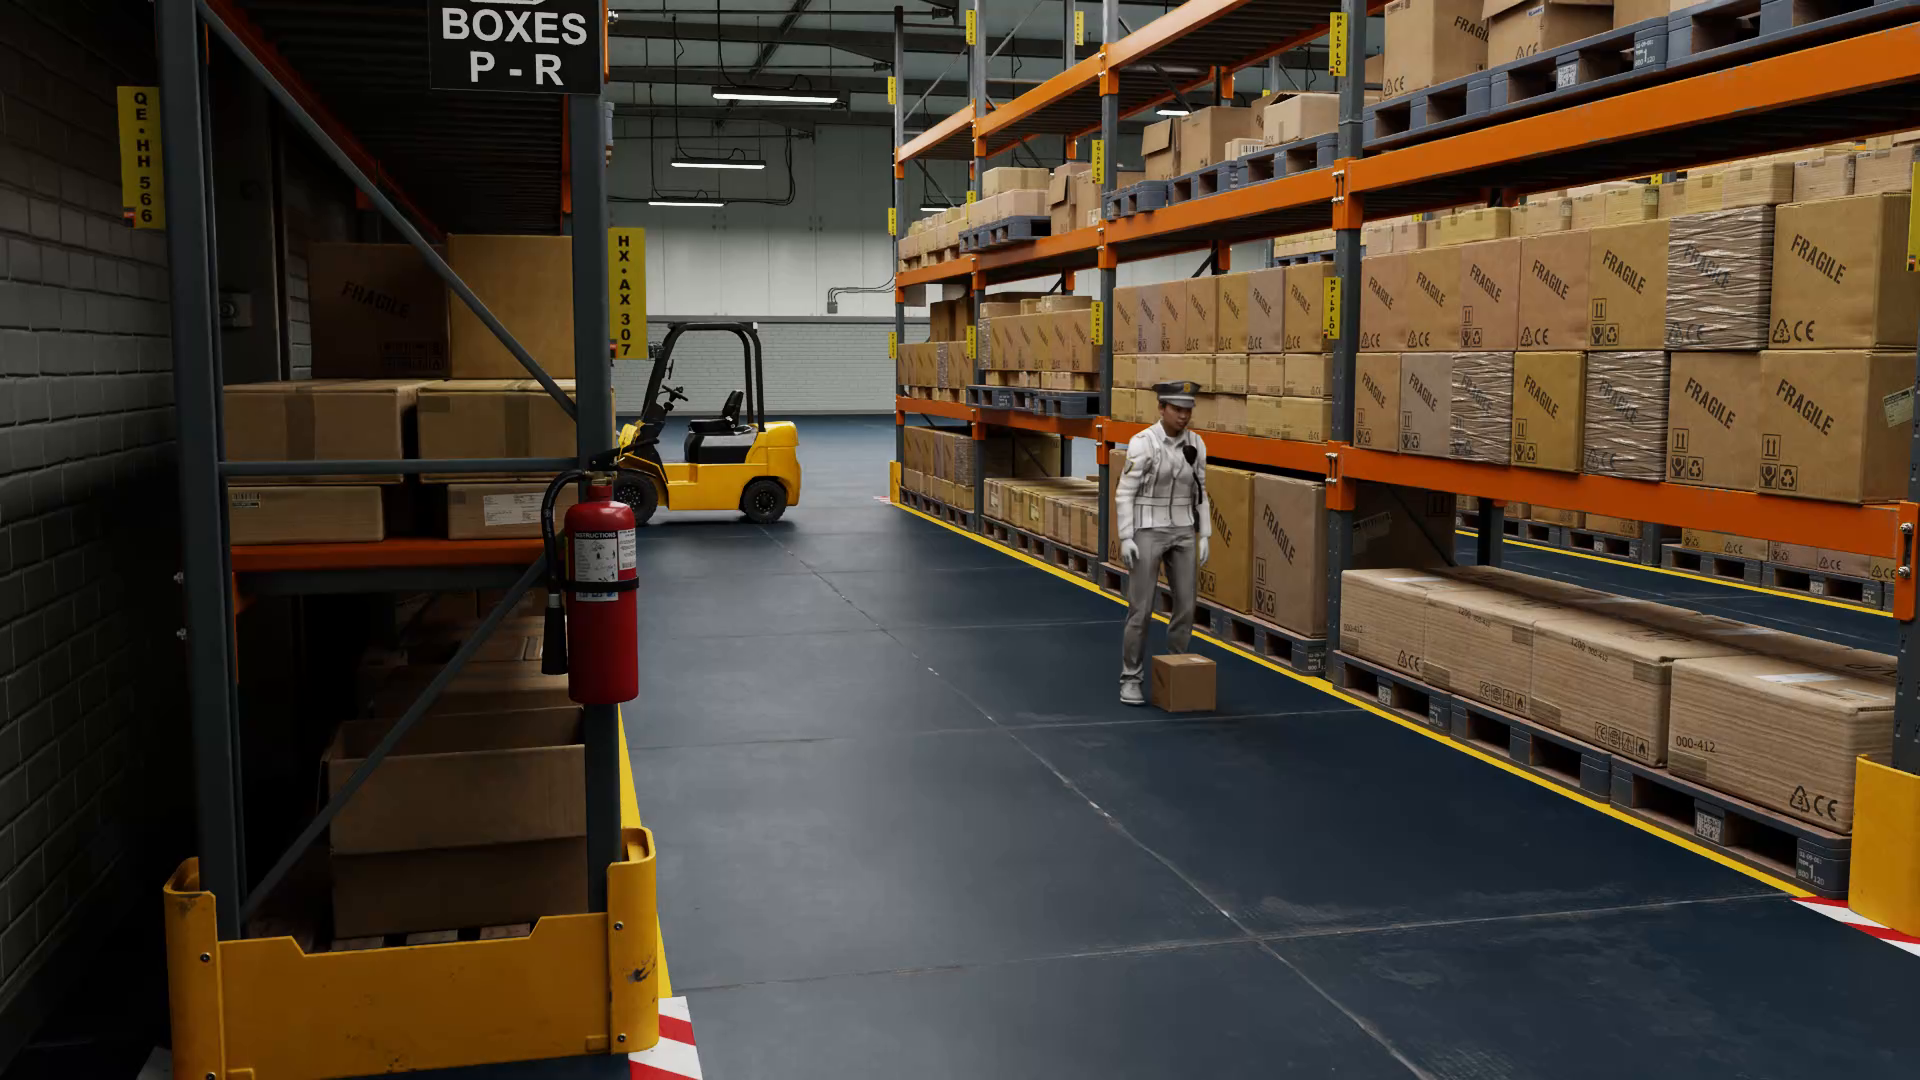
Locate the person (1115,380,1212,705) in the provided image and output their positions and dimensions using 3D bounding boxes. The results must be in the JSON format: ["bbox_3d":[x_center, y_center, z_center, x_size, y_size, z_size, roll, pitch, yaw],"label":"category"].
[{"bbox_3d":[1.064,0.003,8.639,0.538,1.662,0.373,-2,7,-18],"label":"person"}]
